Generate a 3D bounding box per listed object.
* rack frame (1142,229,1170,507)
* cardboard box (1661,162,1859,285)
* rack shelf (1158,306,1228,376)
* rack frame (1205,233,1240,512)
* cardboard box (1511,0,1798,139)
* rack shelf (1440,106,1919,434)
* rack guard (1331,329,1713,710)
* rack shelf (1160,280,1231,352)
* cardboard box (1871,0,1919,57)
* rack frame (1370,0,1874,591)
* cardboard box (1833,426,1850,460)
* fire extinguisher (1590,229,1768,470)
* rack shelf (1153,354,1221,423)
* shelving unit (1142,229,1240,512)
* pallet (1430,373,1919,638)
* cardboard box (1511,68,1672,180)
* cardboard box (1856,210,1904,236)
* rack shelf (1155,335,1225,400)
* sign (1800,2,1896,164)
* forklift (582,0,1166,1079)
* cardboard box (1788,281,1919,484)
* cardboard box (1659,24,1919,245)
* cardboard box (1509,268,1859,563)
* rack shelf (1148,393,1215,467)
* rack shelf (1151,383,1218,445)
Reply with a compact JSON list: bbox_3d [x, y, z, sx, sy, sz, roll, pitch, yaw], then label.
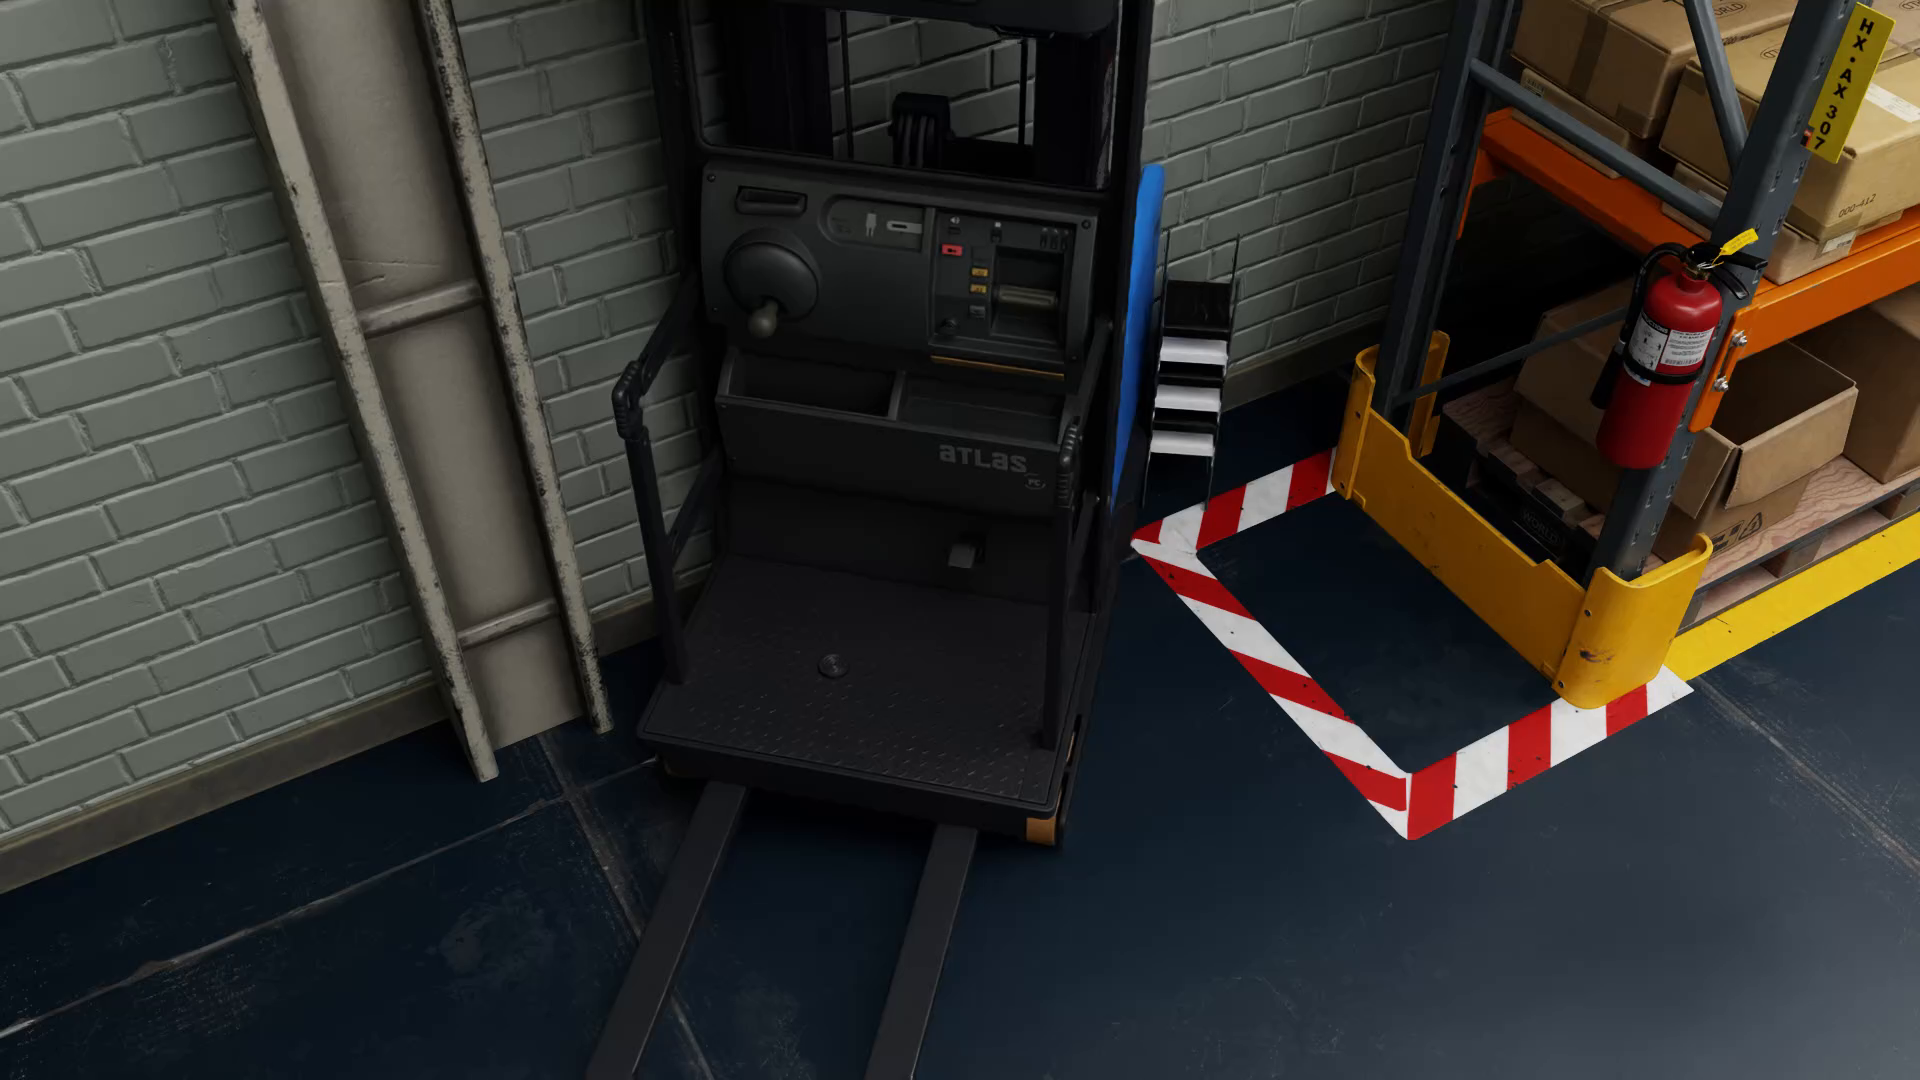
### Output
[{"bbox_3d":[0.603,-0.511,5.130,0.006,0.900,0.240,5,44,5],"label":"rack frame"},{"bbox_3d":[1.986,-0.820,4.121,0.250,0.149,0.380,-22,48,-21],"label":"cardboard box"},{"bbox_3d":[0.704,-0.608,5.020,0.200,0.077,0.258,5,44,5],"label":"rack shelf"},{"bbox_3d":[0.805,-0.495,5.114,0.006,0.900,0.240,5,44,5],"label":"rack frame"},{"bbox_3d":[1.831,-1.334,4.365,0.500,0.250,0.500,-20,48,-20],"label":"cardboard box"},{"bbox_3d":[3.298,-1.397,5.052,4.000,0.370,1.077,-22,48,-21],"label":"rack shelf"},{"bbox_3d":[1.630,-0.091,4.985,0.348,0.500,1.175,-22,48,-21],"label":"rack guard"},{"bbox_3d":[0.704,-0.673,4.957,0.200,0.077,0.258,5,44,5],"label":"rack shelf"},{"bbox_3d":[2.529,-1.184,4.210,0.500,0.250,0.500,-21,48,-21],"label":"cardboard box"},{"bbox_3d":[1.564,-0.961,4.087,0.127,3.000,1.000,-22,48,-21],"label":"rack frame"},{"bbox_3d":[2.529,-0.368,5.221,0.250,0.149,0.380,-24,49,-22],"label":"cardboard box"},{"bbox_3d":[1.667,-0.470,3.903,0.183,0.674,0.296,-22,48,-21],"label":"fire extinguisher"},{"bbox_3d":[0.704,-0.479,5.145,0.200,0.077,0.258,5,44,5],"label":"rack shelf"},{"bbox_3d":[0.704,-0.503,5.122,0.210,0.900,0.258,5,44,5],"label":"shelving unit"},{"bbox_3d":[2.321,-0.264,5.371,1.213,0.211,1.003,-22,48,-21],"label":"pallet"},{"bbox_3d":[1.718,-1.148,4.460,0.250,0.149,0.380,-22,48,-21],"label":"cardboard box"},{"bbox_3d":[2.183,-0.936,4.241,0.250,0.149,0.380,-21,48,-20],"label":"cardboard box"},{"bbox_3d":[0.704,-0.544,5.083,0.200,0.077,0.258,5,44,5],"label":"rack shelf"},{"bbox_3d":[1.834,-0.944,3.448,0.005,0.325,0.100,-22,48,-21],"label":"sign"},{"bbox_3d":[-0.197,-0.538,3.700,1.130,2.935,3.031,9,45,9],"label":"forklift"},{"bbox_3d":[2.902,-0.643,5.252,0.500,0.500,0.700,-20,48,-19],"label":"cardboard box"},{"bbox_3d":[2.092,-1.009,4.030,0.500,0.250,0.500,-22,48,-21],"label":"cardboard box"},{"bbox_3d":[2.142,-0.371,4.970,0.637,0.503,0.797,-24,49,-22],"label":"cardboard box"},{"bbox_3d":[0.704,-0.350,5.271,0.200,0.077,0.258,5,44,5],"label":"rack shelf"},{"bbox_3d":[0.704,-0.415,5.208,0.200,0.077,0.258,5,44,5],"label":"rack shelf"}]
